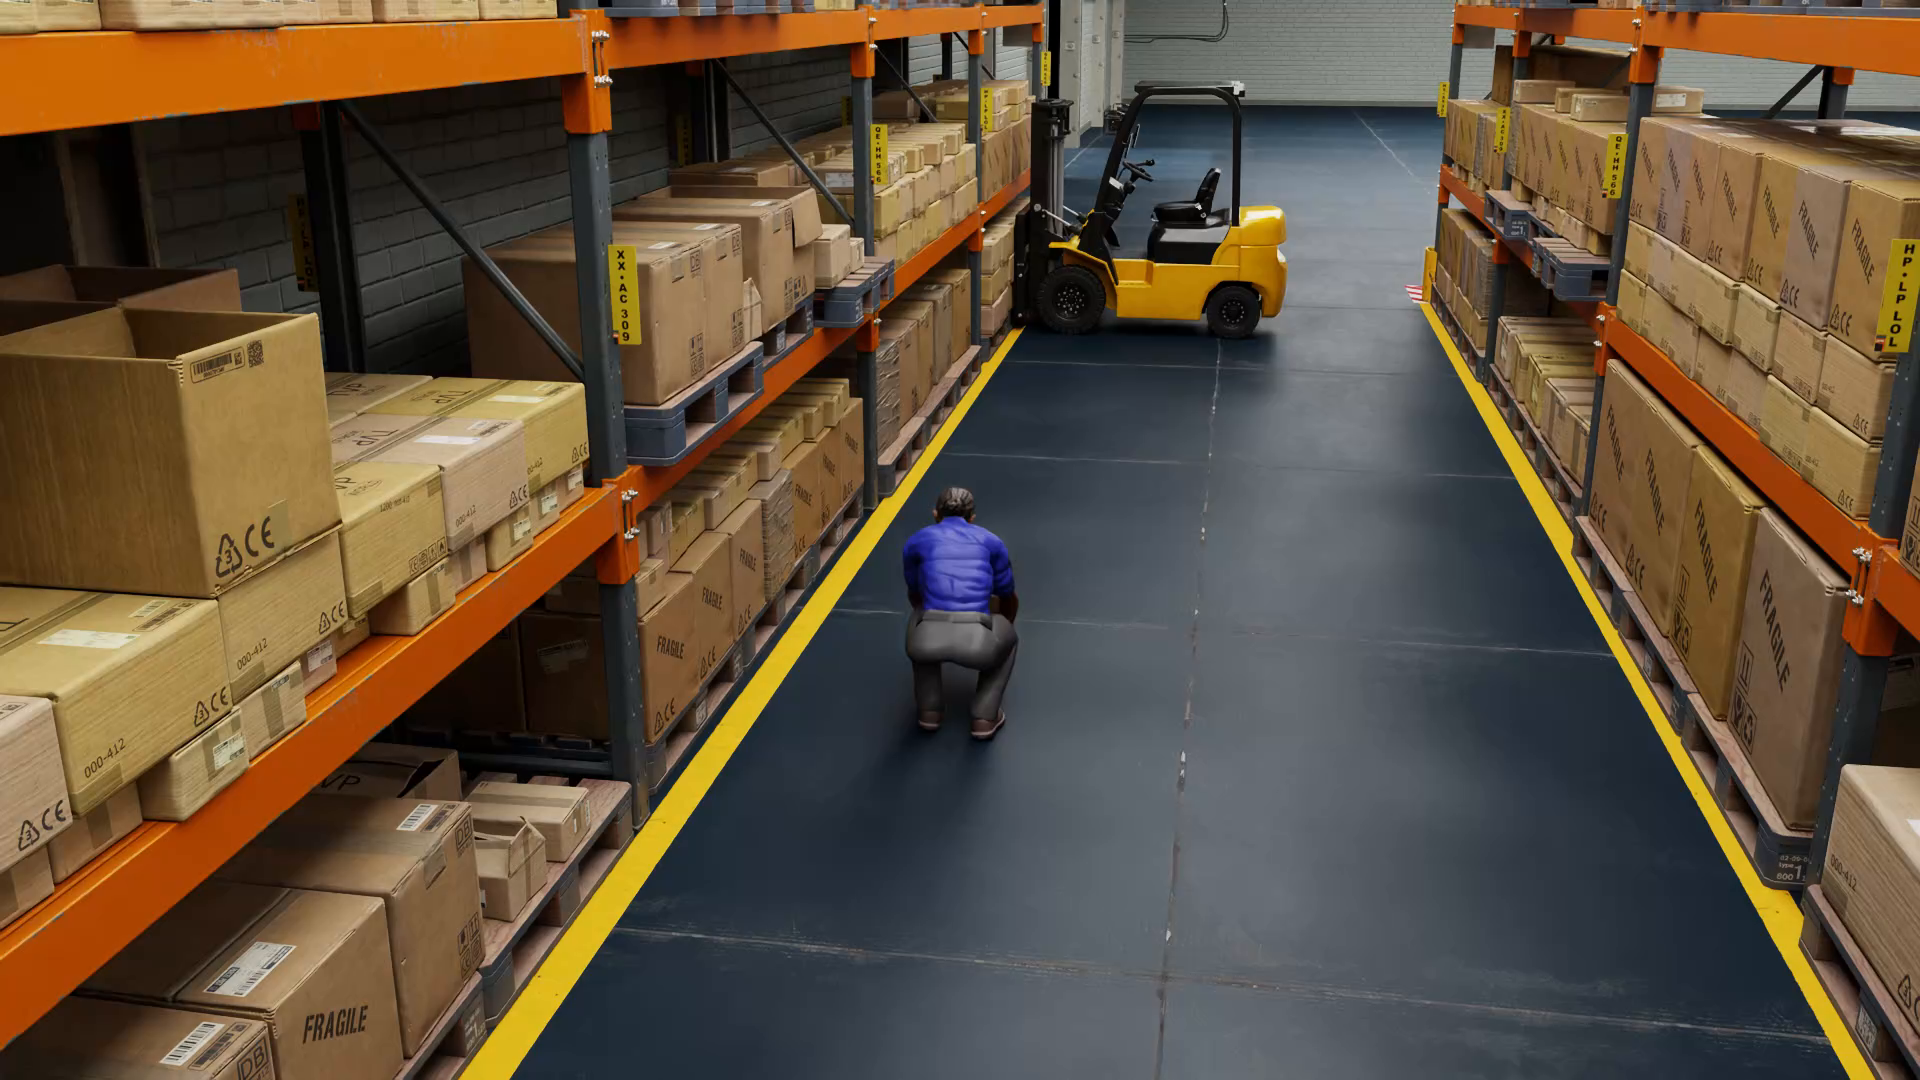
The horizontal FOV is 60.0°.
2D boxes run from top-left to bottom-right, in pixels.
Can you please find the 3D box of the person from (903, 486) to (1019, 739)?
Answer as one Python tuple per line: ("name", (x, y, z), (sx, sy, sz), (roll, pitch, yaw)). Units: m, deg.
("person", (-0.010, 0.292, 6.873), (0.492, 0.921, 0.831), (3, 18, 9))
